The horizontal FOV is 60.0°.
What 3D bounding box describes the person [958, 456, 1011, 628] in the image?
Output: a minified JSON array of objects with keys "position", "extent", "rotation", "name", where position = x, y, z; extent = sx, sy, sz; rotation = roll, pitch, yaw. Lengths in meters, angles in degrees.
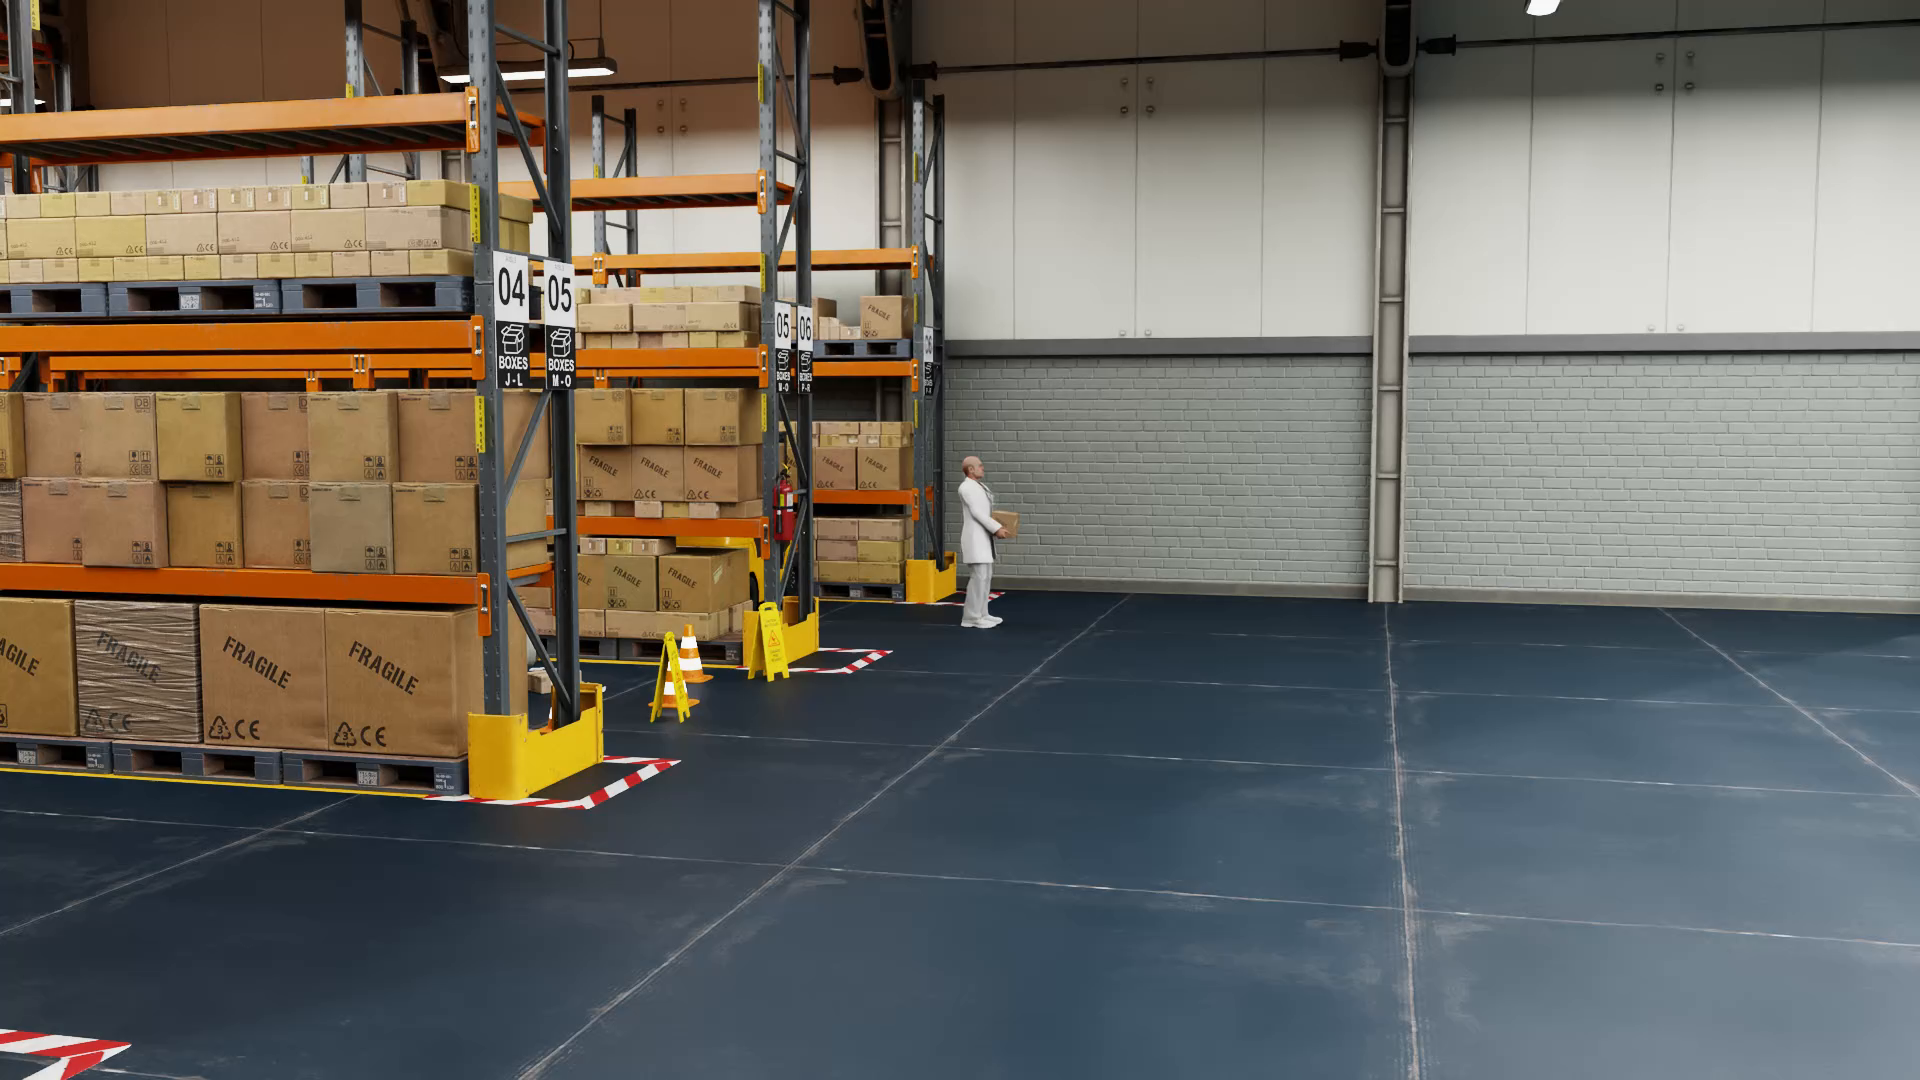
[{"position":[0.288,0.017,17.298],"extent":[0.563,1.769,0.529],"rotation":[1,5,14],"name":"person"}]
